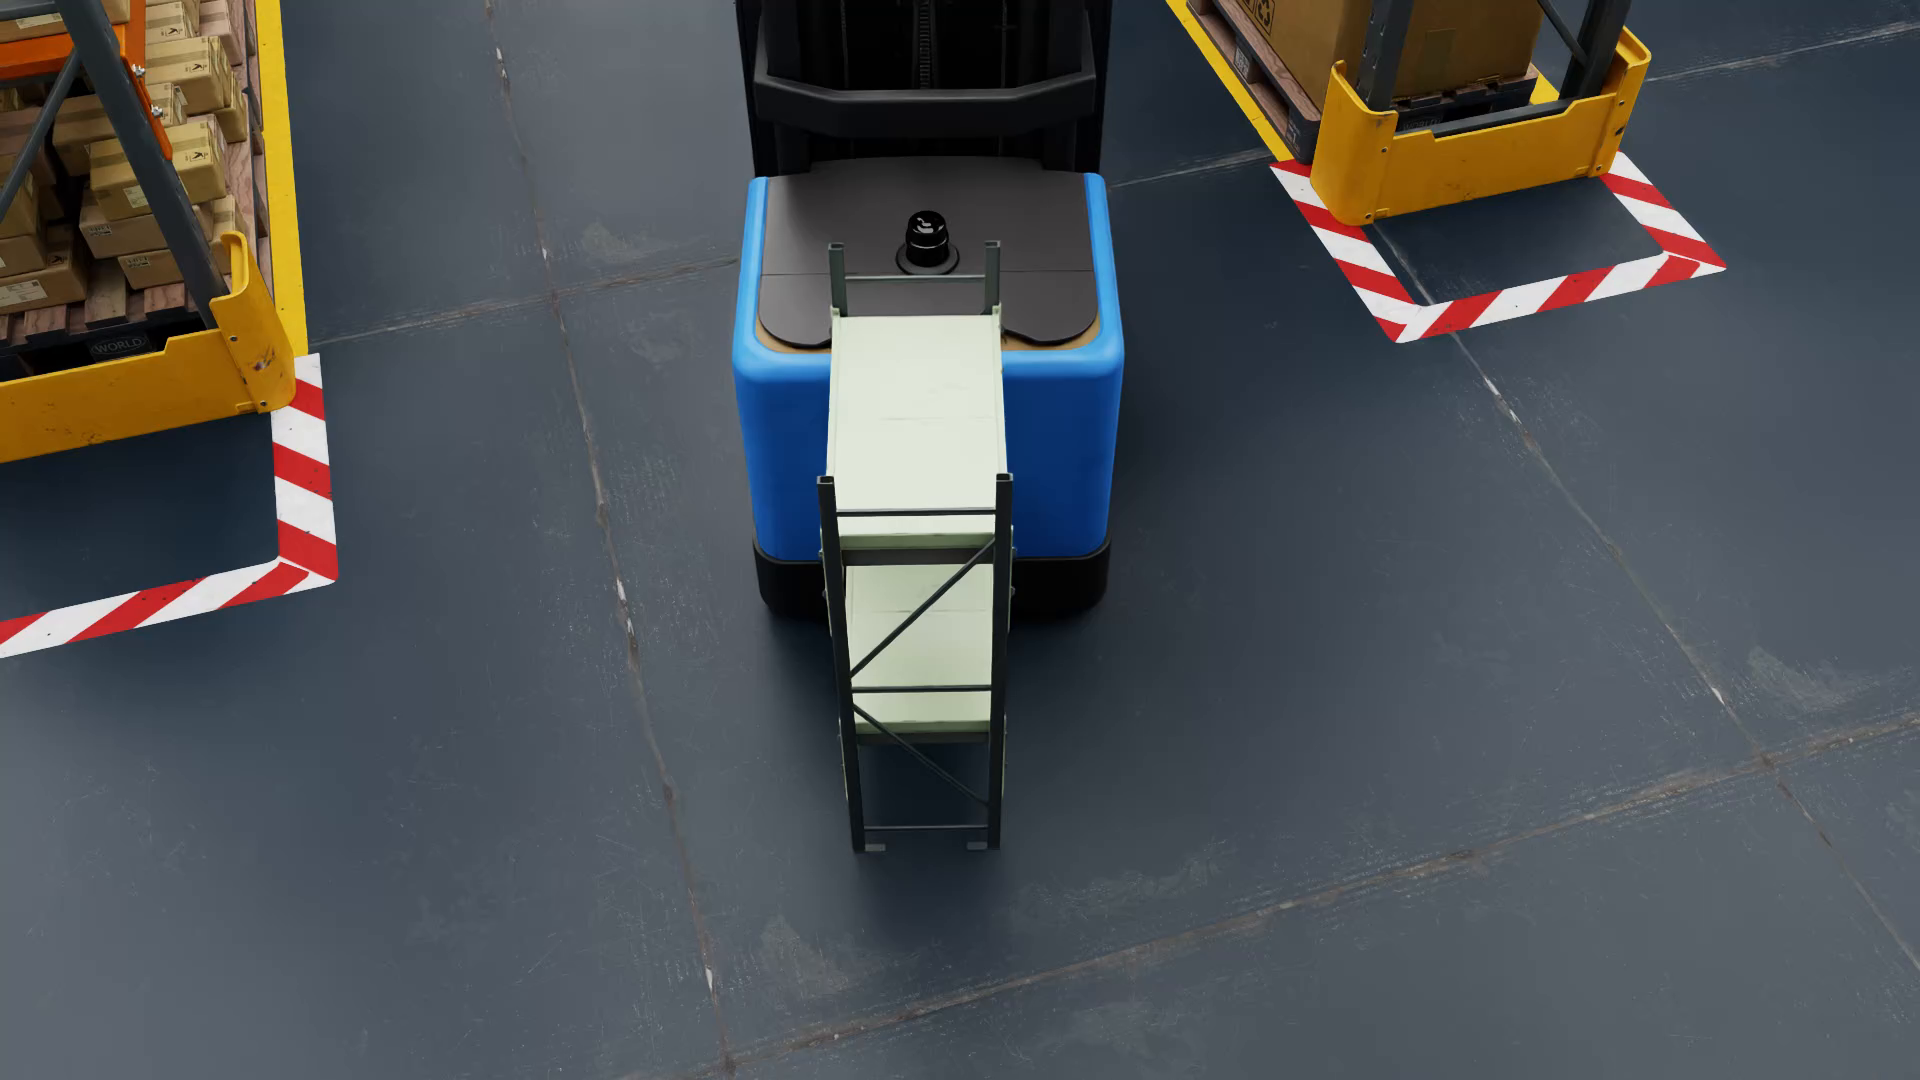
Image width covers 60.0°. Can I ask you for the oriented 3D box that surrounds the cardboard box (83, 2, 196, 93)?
[{"bbox_3d":[-2.965,-1.776,5.986,0.380,0.149,0.250,-16,52,-13],"label":"cardboard box"}]

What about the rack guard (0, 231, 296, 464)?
[{"bbox_3d":[-2.856,-0.609,5.436,1.175,0.500,0.348,-13,51,-11],"label":"rack guard"}]

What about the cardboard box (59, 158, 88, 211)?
[{"bbox_3d":[-3.357,-1.290,5.966,0.380,0.149,0.250,-14,51,-11],"label":"cardboard box"}]

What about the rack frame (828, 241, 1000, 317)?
[{"bbox_3d":[-0.106,-0.202,4.439,0.400,1.500,0.023,-1,50,-1],"label":"rack frame"}]

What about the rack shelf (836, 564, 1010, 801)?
[{"bbox_3d":[-0.099,0.288,4.453,0.431,0.370,0.720,-1,50,-1],"label":"rack shelf"}]

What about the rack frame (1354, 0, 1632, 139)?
[{"bbox_3d":[1.934,-2.407,5.317,1.000,3.000,0.127,-13,51,-11],"label":"rack frame"}]

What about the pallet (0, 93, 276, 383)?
[{"bbox_3d":[-3.062,-1.117,6.054,1.003,0.211,1.213,-13,51,-11],"label":"pallet"}]

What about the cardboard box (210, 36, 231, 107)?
[{"bbox_3d":[-2.899,-1.695,6.113,0.380,0.149,0.250,-12,51,-10],"label":"cardboard box"}]

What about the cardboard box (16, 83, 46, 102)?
[{"bbox_3d":[-3.466,-1.657,5.886,0.380,0.149,0.250,-15,52,-12],"label":"cardboard box"}]

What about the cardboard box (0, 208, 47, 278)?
[{"bbox_3d":[-3.262,-0.992,5.520,0.380,0.149,0.250,-15,51,-12],"label":"cardboard box"}]

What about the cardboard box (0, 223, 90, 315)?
[{"bbox_3d":[-3.188,-0.913,5.647,0.380,0.149,0.250,-13,51,-10],"label":"cardboard box"}]

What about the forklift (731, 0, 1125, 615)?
[{"bbox_3d":[-0.109,-1.839,4.883,1.130,2.935,3.031,-1,50,-1],"label":"forklift"}]

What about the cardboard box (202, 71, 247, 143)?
[{"bbox_3d":[-2.889,-1.594,6.222,0.380,0.149,0.250,-13,51,-11],"label":"cardboard box"}]

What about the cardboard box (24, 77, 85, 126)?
[{"bbox_3d":[-3.399,-1.591,6.025,0.380,0.149,0.250,-14,51,-11],"label":"cardboard box"}]

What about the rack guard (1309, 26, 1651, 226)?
[{"bbox_3d":[1.942,-1.583,6.258,1.175,0.500,0.348,-13,51,-11],"label":"rack guard"}]

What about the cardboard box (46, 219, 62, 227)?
[{"bbox_3d":[-3.361,-1.078,5.787,0.380,0.149,0.250,-12,51,-10],"label":"cardboard box"}]

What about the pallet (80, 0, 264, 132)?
[{"bbox_3d":[-3.420,-2.006,6.803,1.003,0.211,1.213,-13,51,-11],"label":"pallet"}]

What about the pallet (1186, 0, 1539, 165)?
[{"bbox_3d":[1.623,-2.074,6.860,1.003,0.211,1.213,-13,51,-11],"label":"pallet"}]

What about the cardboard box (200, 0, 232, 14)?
[{"bbox_3d":[-3.153,-2.157,6.697,0.380,0.149,0.250,-13,51,-11],"label":"cardboard box"}]

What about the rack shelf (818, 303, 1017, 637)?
[{"bbox_3d":[-0.099,-0.174,3.905,0.431,0.370,0.720,-1,50,-1],"label":"rack shelf"}]

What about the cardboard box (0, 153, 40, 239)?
[{"bbox_3d":[-3.232,-1.096,5.413,0.380,0.149,0.250,-13,51,-11],"label":"cardboard box"}]

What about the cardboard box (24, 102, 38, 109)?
[{"bbox_3d":[-3.418,-1.371,5.840,0.380,0.149,0.250,-15,52,-12],"label":"cardboard box"}]

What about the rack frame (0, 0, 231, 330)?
[{"bbox_3d":[-2.834,-1.359,4.434,1.000,3.000,0.127,-13,51,-11],"label":"rack frame"}]

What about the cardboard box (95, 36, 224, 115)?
[{"bbox_3d":[-2.813,-1.614,5.849,0.380,0.149,0.250,-13,51,-11],"label":"cardboard box"}]

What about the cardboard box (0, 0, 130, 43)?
[{"bbox_3d":[-2.616,-1.589,4.792,0.380,0.149,0.250,-14,51,-11],"label":"cardboard box"}]

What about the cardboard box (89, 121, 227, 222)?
[{"bbox_3d":[-2.664,-1.227,5.523,0.380,0.149,0.250,-15,52,-13],"label":"cardboard box"}]

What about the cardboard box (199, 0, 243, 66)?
[{"bbox_3d":[-3.046,-1.961,6.531,0.380,0.149,0.250,-16,52,-13],"label":"cardboard box"}]

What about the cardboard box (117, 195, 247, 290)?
[{"bbox_3d":[-2.683,-1.030,5.747,0.380,0.149,0.250,-12,51,-10],"label":"cardboard box"}]

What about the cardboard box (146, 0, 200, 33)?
[{"bbox_3d":[-3.038,-1.981,6.159,0.380,0.149,0.250,-12,51,-10],"label":"cardboard box"}]

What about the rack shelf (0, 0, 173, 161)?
[{"bbox_3d":[-3.425,-2.588,5.940,1.077,0.370,4.000,-13,51,-11],"label":"rack shelf"}]

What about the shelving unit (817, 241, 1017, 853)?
[{"bbox_3d":[-0.099,0.078,4.203,0.431,1.500,0.755,-1,50,-1],"label":"shelving unit"}]

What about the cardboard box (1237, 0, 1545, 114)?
[{"bbox_3d":[1.669,-2.306,6.347,0.875,0.875,0.875,-13,51,-11],"label":"cardboard box"}]

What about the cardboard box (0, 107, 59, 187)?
[{"bbox_3d":[-3.252,-1.293,5.579,0.380,0.149,0.250,-12,51,-10],"label":"cardboard box"}]

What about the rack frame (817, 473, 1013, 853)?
[{"bbox_3d":[-0.092,0.358,3.968,0.400,1.500,0.023,-1,50,-1],"label":"rack frame"}]

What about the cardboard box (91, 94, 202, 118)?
[{"bbox_3d":[-2.927,-1.484,5.934,0.380,0.149,0.250,-13,51,-11],"label":"cardboard box"}]

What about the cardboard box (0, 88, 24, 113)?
[{"bbox_3d":[-3.450,-1.453,5.714,0.380,0.149,0.250,-14,51,-12],"label":"cardboard box"}]

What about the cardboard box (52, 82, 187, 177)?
[{"bbox_3d":[-2.860,-1.401,5.670,0.380,0.149,0.250,-12,51,-10],"label":"cardboard box"}]

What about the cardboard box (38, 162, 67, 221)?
[{"bbox_3d":[-3.288,-1.195,5.691,0.380,0.149,0.250,-14,51,-12],"label":"cardboard box"}]

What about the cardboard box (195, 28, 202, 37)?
[{"bbox_3d":[-3.069,-1.868,6.258,0.380,0.149,0.250,-16,52,-13],"label":"cardboard box"}]

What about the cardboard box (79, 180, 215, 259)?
[{"bbox_3d":[-2.743,-1.112,5.621,0.380,0.149,0.250,-11,51,-9],"label":"cardboard box"}]

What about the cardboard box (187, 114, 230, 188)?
[{"bbox_3d":[-2.770,-1.325,5.800,0.380,0.149,0.250,-14,51,-11],"label":"cardboard box"}]
